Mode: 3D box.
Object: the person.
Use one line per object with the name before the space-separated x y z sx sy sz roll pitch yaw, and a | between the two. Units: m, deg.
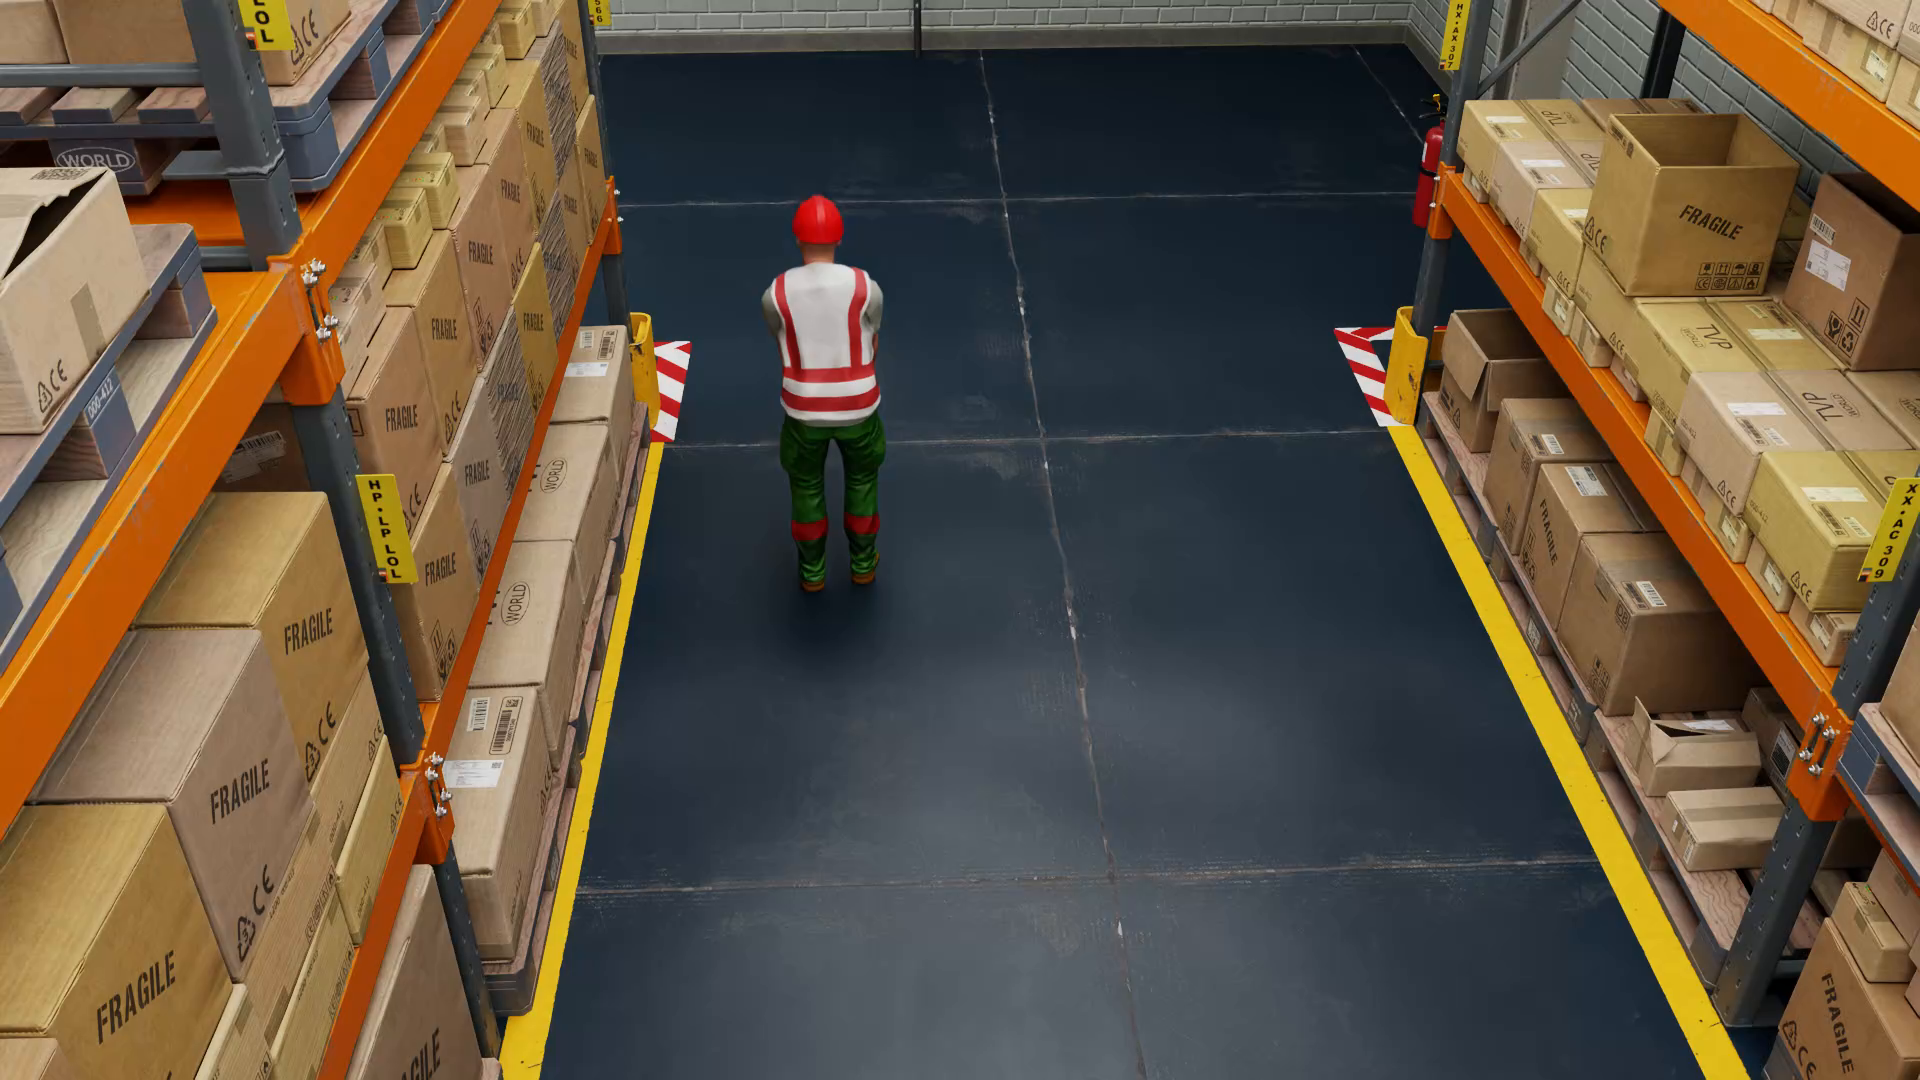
person | -0.557 -0.610 7.013 0.493 1.770 0.576 -2 35 -3
